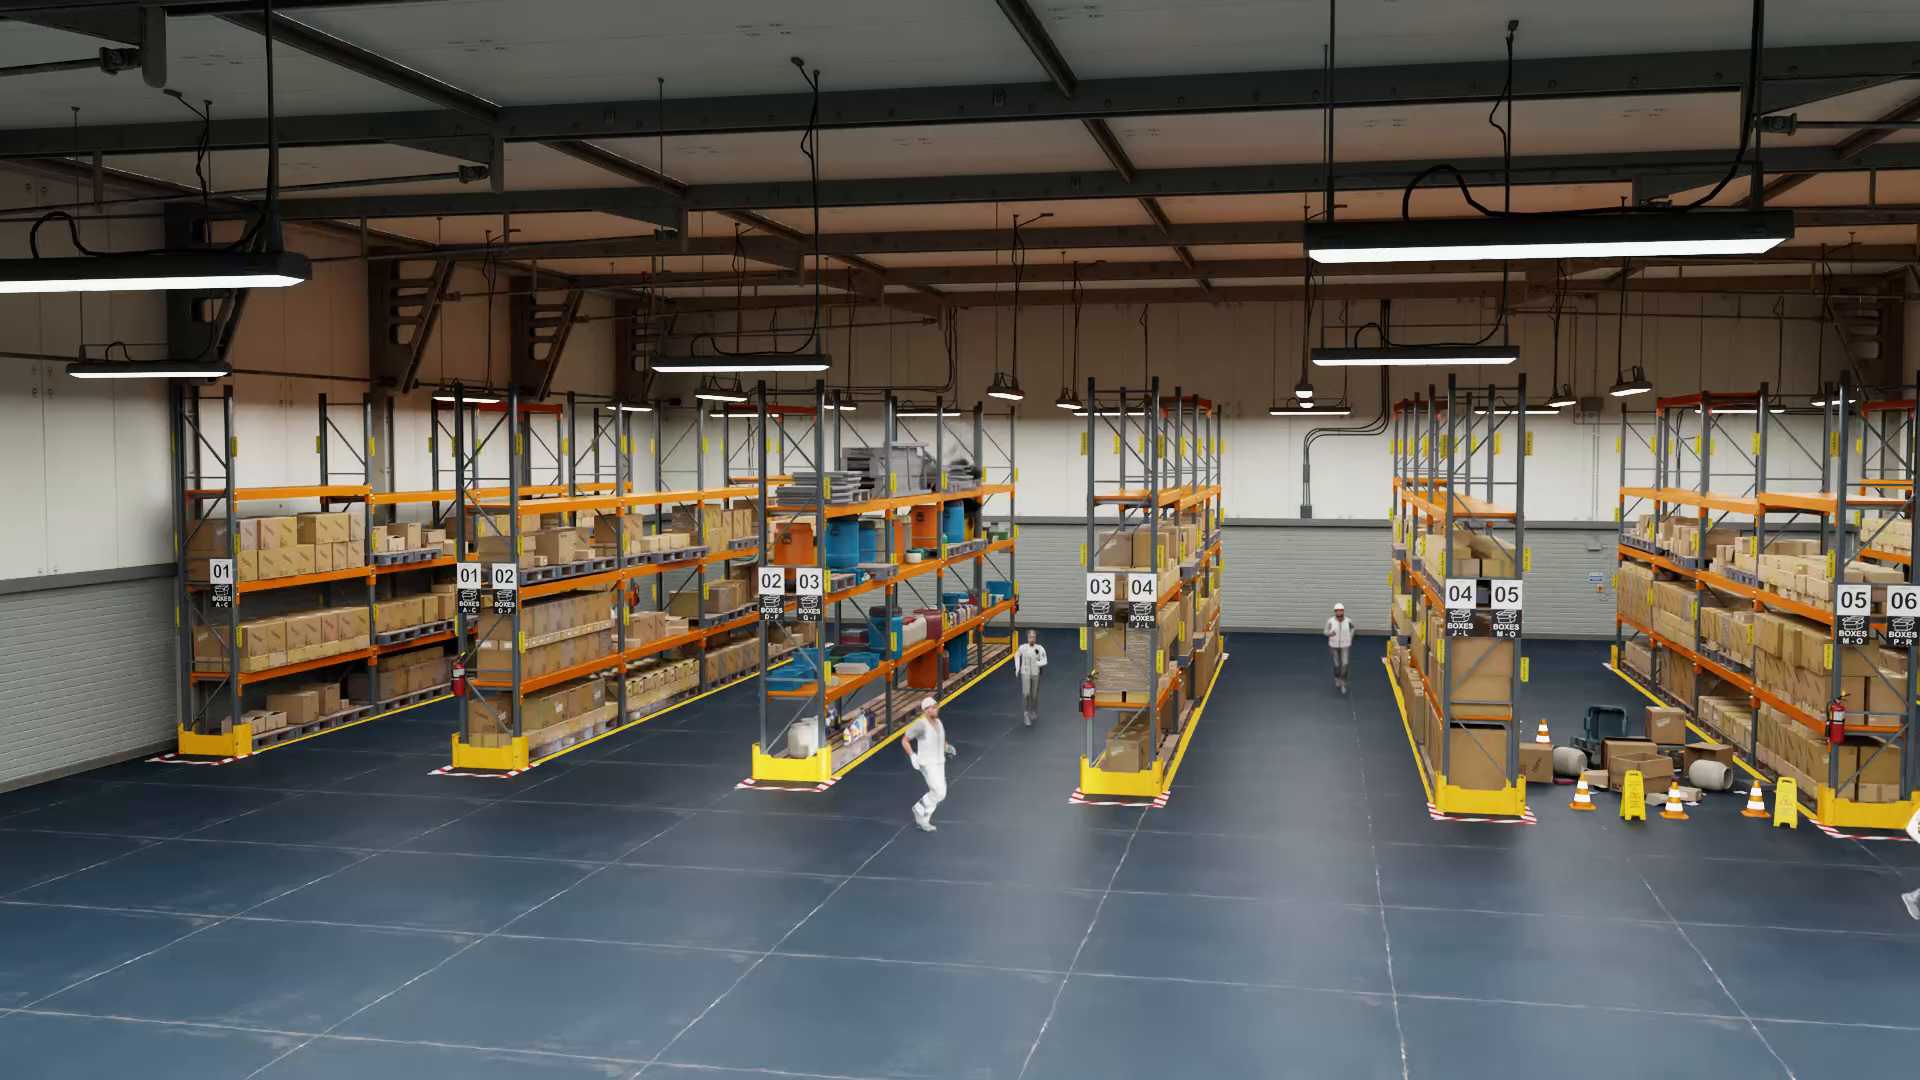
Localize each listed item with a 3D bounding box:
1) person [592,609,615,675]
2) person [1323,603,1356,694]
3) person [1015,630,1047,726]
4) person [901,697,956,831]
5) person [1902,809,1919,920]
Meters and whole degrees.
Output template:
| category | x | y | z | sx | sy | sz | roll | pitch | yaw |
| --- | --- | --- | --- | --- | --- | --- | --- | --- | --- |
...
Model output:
| category | x | y | z | sx | sy | sz | roll | pitch | yaw |
| --- | --- | --- | --- | --- | --- | --- | --- | --- | --- |
| person | -7.889 | 2.076 | 36.469 | 0.700 | 1.774 | 0.971 | 0 | 3 | 5 |
| person | 7.775 | 2.205 | 34.081 | 0.648 | 1.824 | 0.858 | 1 | 3 | 14 |
| person | 1.288 | 2.480 | 30.066 | 0.573 | 1.738 | 0.784 | 0 | 3 | 0 |
| person | -0.338 | 2.914 | 21.560 | 0.598 | 1.744 | 0.646 | 2 | 4 | 37 |
| person | 9.994 | 3.214 | 16.951 | 0.626 | 1.665 | 0.782 | -2 | 4 | -28 |
